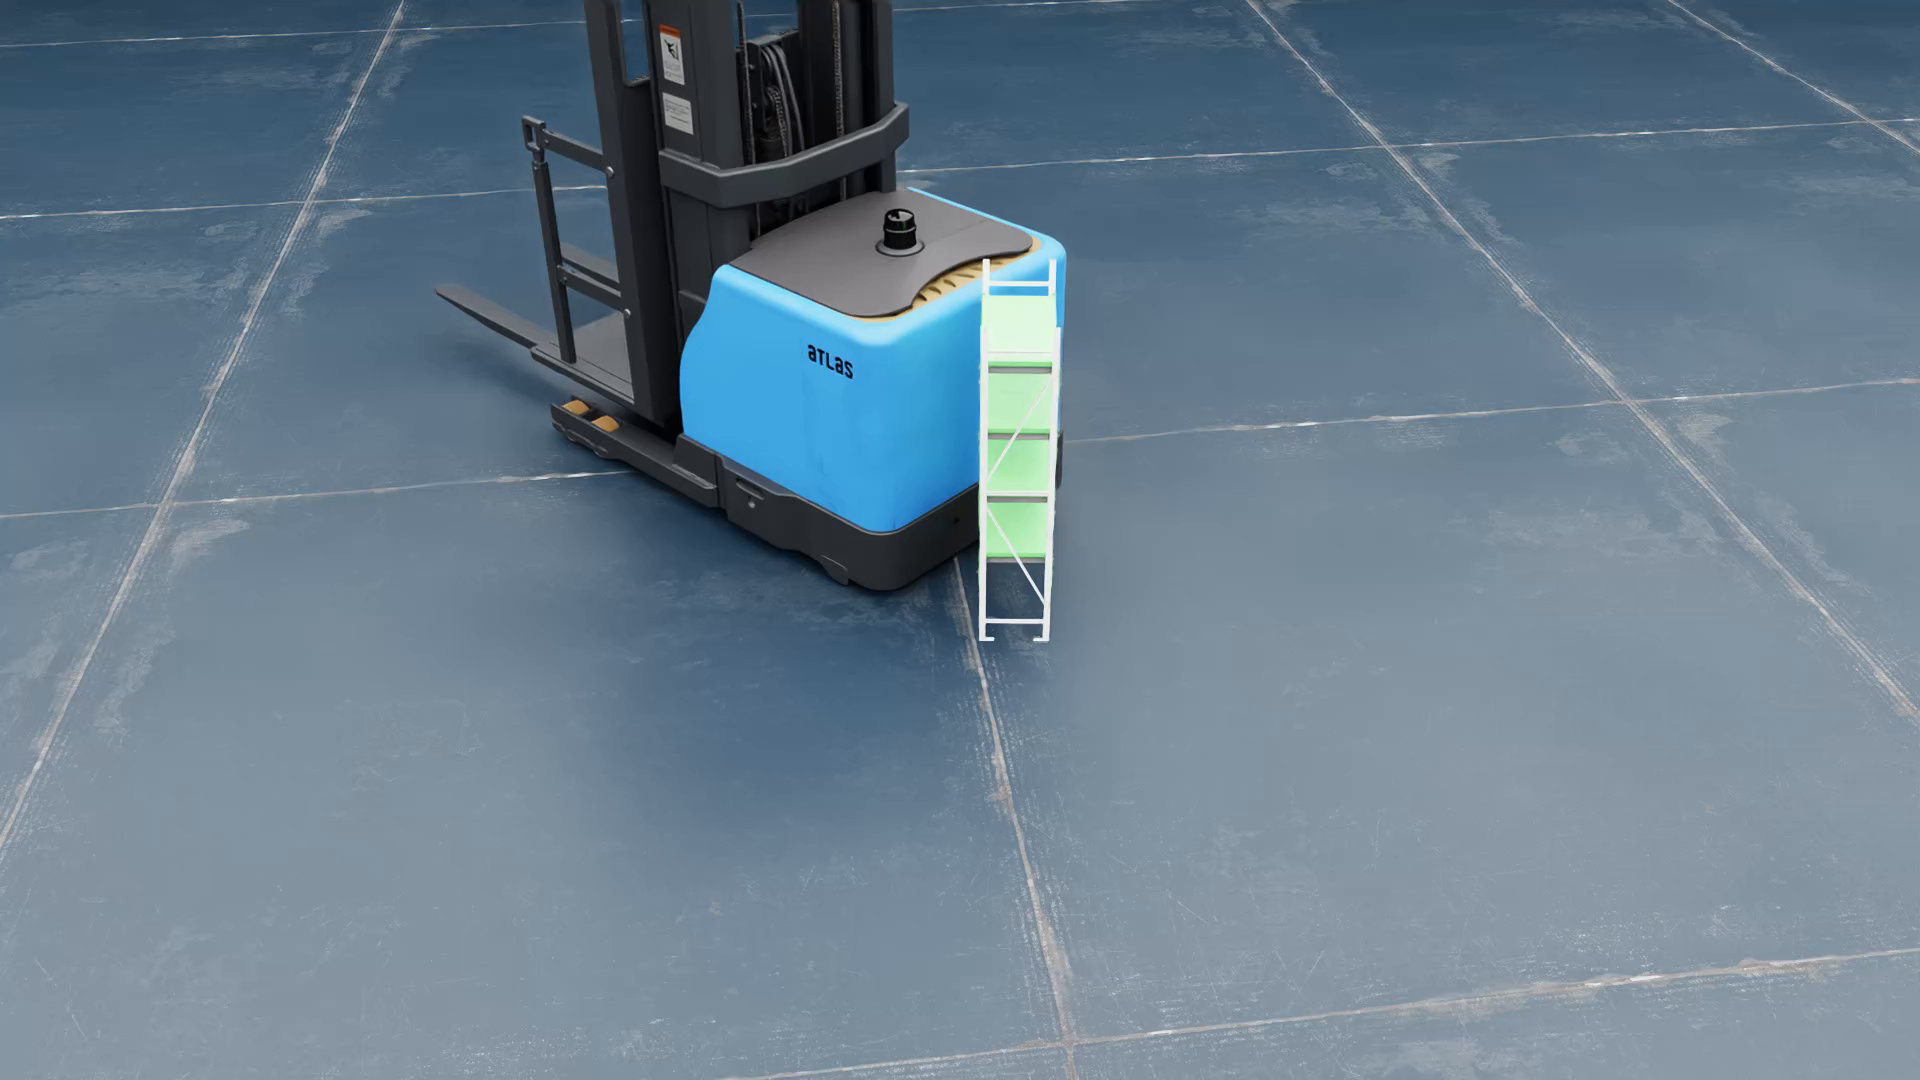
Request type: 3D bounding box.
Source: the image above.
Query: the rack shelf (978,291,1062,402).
[{"bbox_3d":[0.191,-0.630,5.370,0.258,0.148,0.480,1,34,1],"label":"rack shelf"}]

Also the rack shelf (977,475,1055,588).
[{"bbox_3d":[0.191,-0.035,5.775,0.258,0.148,0.480,1,34,1],"label":"rack shelf"}]

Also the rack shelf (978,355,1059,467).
[{"bbox_3d":[0.191,-0.431,5.505,0.258,0.148,0.480,1,34,1],"label":"rack shelf"}]

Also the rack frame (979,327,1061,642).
[{"bbox_3d":[0.186,-0.149,5.403,0.240,1.200,0.015,1,34,1],"label":"rack frame"}]

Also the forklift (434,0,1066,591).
[{"bbox_3d":[-1.037,-1.738,6.198,3.031,2.935,1.130,27,43,34],"label":"forklift"}]

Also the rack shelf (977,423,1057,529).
[{"bbox_3d":[0.191,-0.233,5.640,0.258,0.148,0.480,1,34,1],"label":"rack shelf"}]

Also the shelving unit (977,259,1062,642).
[{"bbox_3d":[0.191,-0.286,5.604,0.258,1.200,0.503,1,34,1],"label":"shelving unit"}]

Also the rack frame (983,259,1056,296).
[{"bbox_3d":[0.196,-0.423,5.806,0.240,1.200,0.015,1,34,1],"label":"rack frame"}]
